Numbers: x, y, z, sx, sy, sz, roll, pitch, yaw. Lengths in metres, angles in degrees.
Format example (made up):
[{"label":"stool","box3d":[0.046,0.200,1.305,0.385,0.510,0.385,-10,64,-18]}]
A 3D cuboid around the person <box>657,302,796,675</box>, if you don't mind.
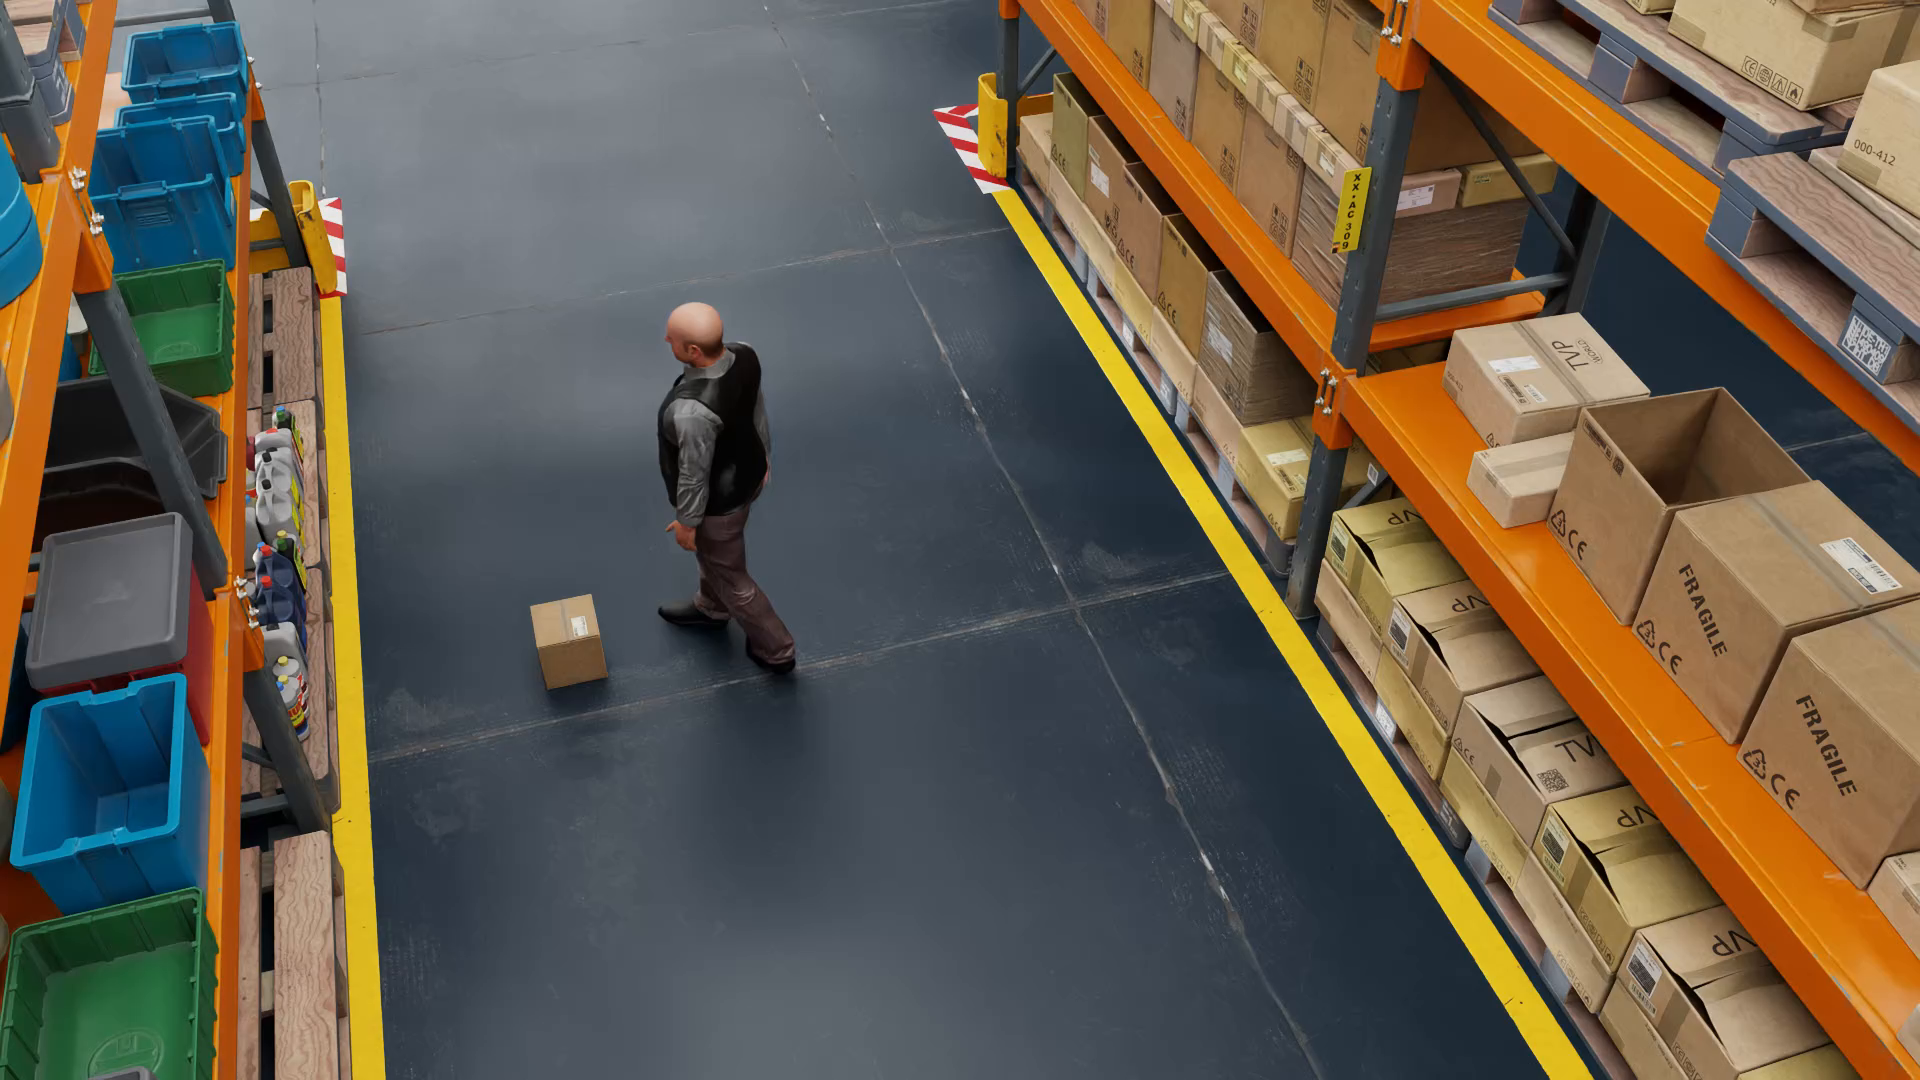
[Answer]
[{"label":"person","box3d":[-0.969,-0.197,6.402,0.679,1.725,0.554,12,43,13]}]
